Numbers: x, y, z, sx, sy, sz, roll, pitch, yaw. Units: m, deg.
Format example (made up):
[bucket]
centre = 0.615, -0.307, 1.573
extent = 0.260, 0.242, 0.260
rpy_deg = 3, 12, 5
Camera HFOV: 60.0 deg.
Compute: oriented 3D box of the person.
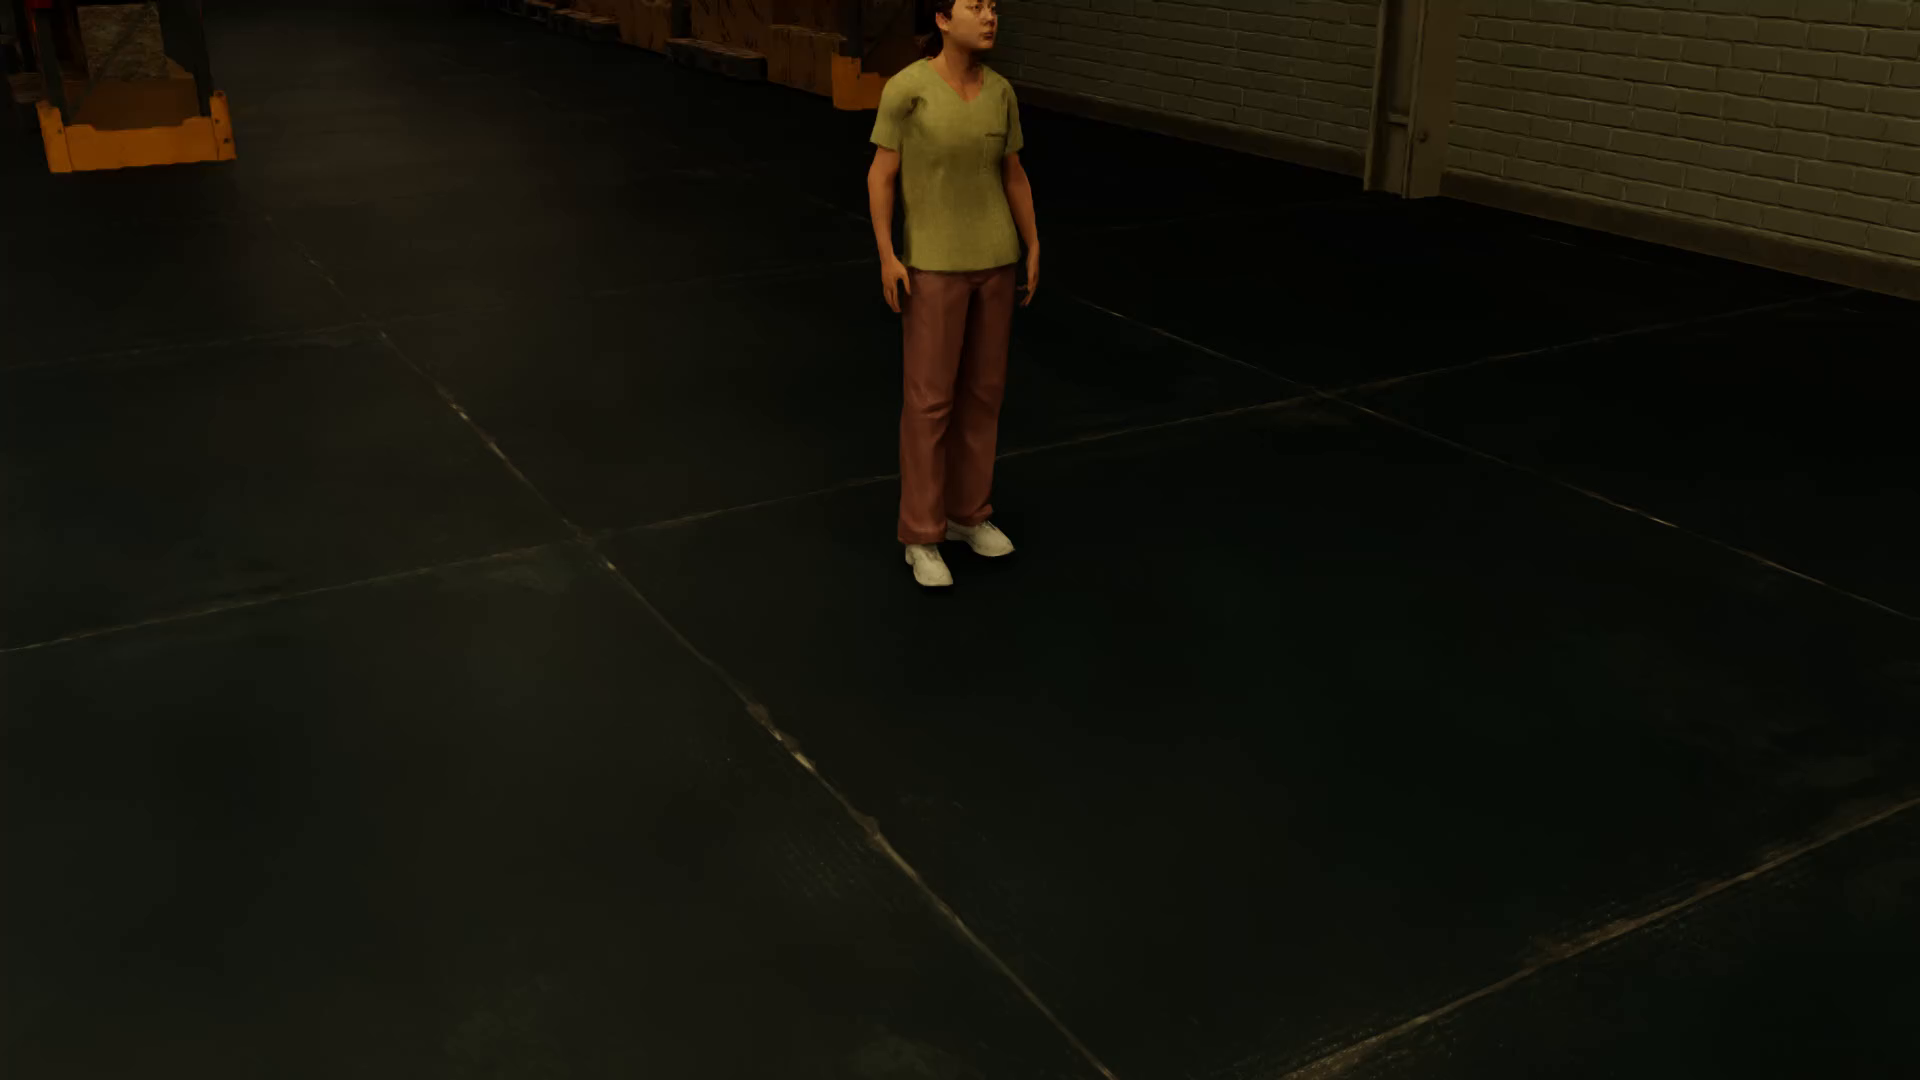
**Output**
[person]
centre = 0.028, -0.755, 4.749
extent = 0.554, 1.674, 0.548
rpy_deg = -12, 25, -28
